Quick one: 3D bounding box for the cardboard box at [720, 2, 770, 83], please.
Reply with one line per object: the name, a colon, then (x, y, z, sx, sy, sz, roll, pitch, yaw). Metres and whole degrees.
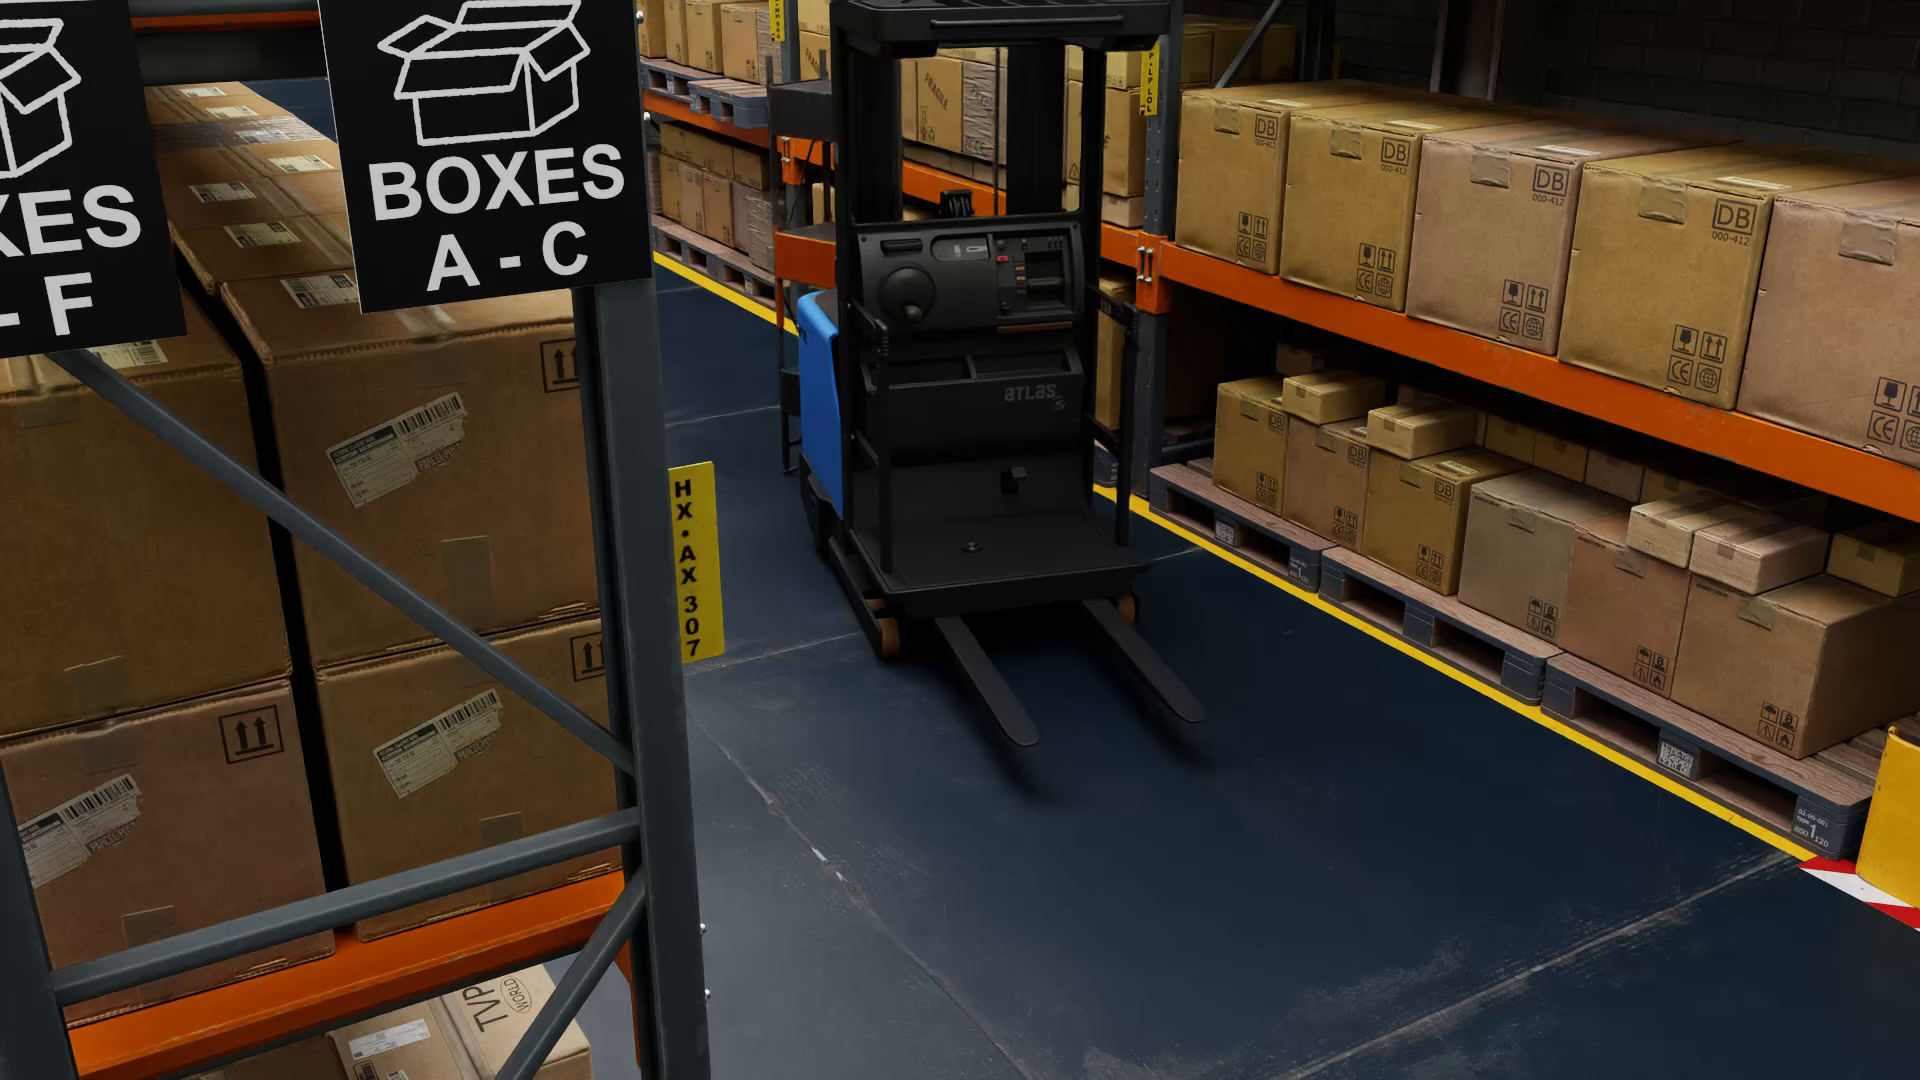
cardboard box: (-1.274, -3.574, 11.904, 0.700, 0.500, 0.500, -15, 27, -33)

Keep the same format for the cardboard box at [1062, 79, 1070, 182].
cardboard box: (0.605, -2.161, 8.590, 0.500, 0.500, 0.500, -12, 25, -28)

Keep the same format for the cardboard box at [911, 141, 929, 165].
cardboard box: (-0.067, -2.329, 9.864, 0.380, 0.149, 0.250, -12, 25, -27)

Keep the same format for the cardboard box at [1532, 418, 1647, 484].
cardboard box: (2.513, -0.361, 6.616, 0.380, 0.149, 0.250, -12, 25, -28)

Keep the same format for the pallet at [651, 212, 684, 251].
pallet: (-2.361, -2.749, 14.296, 1.003, 0.211, 1.213, -13, 25, -28)

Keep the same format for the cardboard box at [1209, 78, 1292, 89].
cardboard box: (1.308, -2.094, 8.426, 0.500, 0.500, 0.500, -14, 26, -30)

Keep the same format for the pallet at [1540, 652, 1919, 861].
pallet: (2.894, 0.640, 5.958, 1.003, 0.211, 1.213, -13, 25, -28)

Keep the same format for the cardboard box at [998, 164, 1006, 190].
cardboard box: (0.414, -1.987, 9.023, 0.380, 0.149, 0.250, -13, 25, -28)

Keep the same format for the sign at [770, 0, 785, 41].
sign: (-1.179, -3.390, 10.737, 0.100, 0.325, 0.005, -13, 25, -28)

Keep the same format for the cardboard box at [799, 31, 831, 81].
cardboard box: (-0.689, -2.985, 10.618, 0.500, 0.500, 0.500, -12, 25, -27)

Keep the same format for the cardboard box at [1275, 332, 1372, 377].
cardboard box: (1.717, -0.864, 7.853, 0.380, 0.149, 0.250, -13, 25, -29)

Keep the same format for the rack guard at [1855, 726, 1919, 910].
rack guard: (3.382, 0.757, 5.284, 1.175, 0.500, 0.348, -13, 25, -28)

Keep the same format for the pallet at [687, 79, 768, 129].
pallet: (-1.173, -3.120, 11.757, 1.213, 0.211, 1.003, -13, 25, -28)

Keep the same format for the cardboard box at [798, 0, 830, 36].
cardboard box: (-0.692, -3.333, 10.478, 0.500, 0.250, 0.500, -12, 25, -27)

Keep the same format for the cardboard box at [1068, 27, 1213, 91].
cardboard box: (0.868, -2.346, 8.050, 0.500, 0.250, 0.500, -12, 25, -27)

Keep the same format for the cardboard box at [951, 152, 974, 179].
cardboard box: (0.173, -2.159, 9.447, 0.380, 0.149, 0.250, -12, 25, -27)

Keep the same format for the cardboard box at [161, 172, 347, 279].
cardboard box: (-1.412, -0.489, 3.570, 0.500, 0.500, 0.500, -12, 25, -28)

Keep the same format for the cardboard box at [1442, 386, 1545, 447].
cardboard box: (2.251, -0.526, 7.023, 0.380, 0.149, 0.250, -12, 25, -28)

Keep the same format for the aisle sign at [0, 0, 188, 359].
aisle sign: (-1.116, -0.578, 1.797, 0.394, 0.787, 0.004, -13, 25, -28)

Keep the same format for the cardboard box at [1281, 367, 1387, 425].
cardboard box: (1.638, -0.633, 7.285, 0.380, 0.149, 0.250, -12, 25, -26)

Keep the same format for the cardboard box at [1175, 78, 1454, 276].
cardboard box: (1.589, -1.664, 7.522, 0.980, 0.700, 0.700, -12, 25, -27)

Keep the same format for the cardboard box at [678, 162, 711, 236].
cardboard box: (-1.837, -2.773, 13.386, 0.700, 0.500, 0.500, -12, 25, -28)

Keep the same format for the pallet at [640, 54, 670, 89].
pallet: (-2.495, -3.929, 13.748, 1.003, 0.211, 1.213, -13, 25, -28)

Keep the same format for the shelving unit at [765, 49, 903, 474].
shelving unit: (-0.602, -1.318, 8.266, 0.503, 2.100, 0.431, 17, 28, 36)

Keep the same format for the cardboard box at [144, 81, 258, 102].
cardboard box: (-2.449, -1.145, 5.184, 0.500, 0.500, 0.500, -12, 25, -28)

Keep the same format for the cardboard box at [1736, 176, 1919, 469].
cardboard box: (3.101, -0.711, 5.178, 0.980, 0.700, 0.700, -11, 25, -26)

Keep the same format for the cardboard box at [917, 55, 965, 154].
cardboard box: (0.096, -2.486, 9.389, 0.500, 0.500, 0.500, -12, 25, -27)

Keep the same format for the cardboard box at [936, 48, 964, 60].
cardboard box: (0.094, -2.843, 9.273, 0.500, 0.250, 0.500, -13, 26, -29)

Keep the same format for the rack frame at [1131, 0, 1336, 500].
rack frame: (1.326, -1.703, 8.018, 1.000, 3.000, 0.127, -13, 25, -28)

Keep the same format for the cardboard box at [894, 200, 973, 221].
cardboard box: (-0.012, -1.649, 10.181, 0.750, 0.750, 0.750, -13, 25, -28)

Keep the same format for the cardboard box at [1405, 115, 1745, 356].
cardboard box: (2.338, -1.193, 6.364, 0.980, 0.700, 0.700, -14, 26, -31)

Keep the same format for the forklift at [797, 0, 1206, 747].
forklift: (0.112, -1.049, 6.499, 1.130, 2.935, 3.031, -6, 23, -15)

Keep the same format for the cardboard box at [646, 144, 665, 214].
cardboard box: (-2.370, -3.104, 14.199, 0.700, 0.500, 0.500, -12, 25, -26)

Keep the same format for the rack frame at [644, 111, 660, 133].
rack frame: (-2.760, -4.293, 14.390, 1.000, 3.000, 0.127, -13, 25, -28)

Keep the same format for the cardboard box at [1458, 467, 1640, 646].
cardboard box: (2.413, 0.023, 6.533, 0.700, 0.500, 0.500, -14, 26, -30)

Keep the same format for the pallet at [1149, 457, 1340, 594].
pallet: (1.648, -0.150, 7.901, 1.003, 0.211, 1.213, -13, 25, -28)

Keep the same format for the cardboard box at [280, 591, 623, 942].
cardboard box: (-0.887, 0.305, 2.945, 0.500, 0.500, 0.500, -12, 25, -27)

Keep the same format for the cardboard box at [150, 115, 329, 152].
cardboard box: (-1.928, -0.816, 4.376, 0.500, 0.500, 0.500, -12, 25, -28)

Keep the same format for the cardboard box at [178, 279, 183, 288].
cardboard box: (-1.610, -0.219, 2.905, 0.500, 0.500, 0.500, -12, 25, -27)

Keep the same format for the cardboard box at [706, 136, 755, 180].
cardboard box: (-1.634, -2.977, 12.890, 0.500, 0.250, 0.500, -13, 25, -28)

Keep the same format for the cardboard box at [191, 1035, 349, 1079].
cardboard box: (-1.377, 1.371, 3.190, 0.500, 0.500, 0.500, -13, 25, -28)

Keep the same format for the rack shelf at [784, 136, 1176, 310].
rack shelf: (0.305, -2.017, 9.747, 1.077, 0.370, 4.000, -13, 25, -28)

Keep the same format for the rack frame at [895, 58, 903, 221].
rack frame: (-0.414, -1.260, 8.122, 0.015, 2.100, 0.400, 17, 28, 36)

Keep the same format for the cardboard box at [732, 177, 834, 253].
cardboard box: (-1.293, -2.456, 12.606, 0.700, 0.500, 0.500, -13, 25, -28)

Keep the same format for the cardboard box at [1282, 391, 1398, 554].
cardboard box: (1.874, -0.315, 7.364, 0.700, 0.500, 0.500, -13, 25, -29)

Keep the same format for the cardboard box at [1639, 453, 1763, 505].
cardboard box: (2.775, -0.196, 6.210, 0.380, 0.149, 0.250, -12, 25, -28)

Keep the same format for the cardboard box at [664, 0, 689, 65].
cardboard box: (-1.887, -3.982, 12.909, 0.700, 0.500, 0.500, -9, 24, -21)

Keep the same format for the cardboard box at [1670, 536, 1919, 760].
cardboard box: (2.926, 0.348, 5.735, 0.700, 0.500, 0.500, -13, 25, -28)

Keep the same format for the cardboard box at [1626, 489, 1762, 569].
cardboard box: (2.573, -0.042, 5.832, 0.380, 0.149, 0.250, -12, 25, -27)

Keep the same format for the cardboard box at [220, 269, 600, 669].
cardboard box: (-0.887, -0.158, 2.757, 0.500, 0.500, 0.500, -12, 25, -27)

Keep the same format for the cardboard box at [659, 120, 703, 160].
cardboard box: (-2.142, -3.309, 13.709, 0.500, 0.250, 0.500, -13, 26, -29)

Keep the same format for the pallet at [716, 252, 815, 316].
pallet: (-1.115, -1.960, 12.352, 1.003, 0.211, 1.213, -13, 25, -28)

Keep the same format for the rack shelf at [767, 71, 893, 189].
rack shelf: (-0.602, -1.954, 8.008, 0.480, 0.518, 0.431, 17, 28, 36)

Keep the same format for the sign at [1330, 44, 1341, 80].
sign: (1.803, -2.248, 8.104, 0.100, 0.325, 0.005, -13, 25, -28)

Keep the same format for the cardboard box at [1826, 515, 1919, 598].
cardboard box: (3.162, 0.049, 5.608, 0.380, 0.149, 0.250, -12, 25, -28)

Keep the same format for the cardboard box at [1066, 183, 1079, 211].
cardboard box: (0.761, -1.728, 8.387, 0.380, 0.149, 0.250, -12, 25, -27)

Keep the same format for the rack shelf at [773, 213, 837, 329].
rack shelf: (-0.602, -1.306, 8.271, 0.480, 0.518, 0.431, 17, 28, 36)

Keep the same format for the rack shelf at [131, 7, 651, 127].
rack shelf: (-1.909, -1.158, 3.649, 1.077, 0.370, 4.000, -13, 25, -28)
